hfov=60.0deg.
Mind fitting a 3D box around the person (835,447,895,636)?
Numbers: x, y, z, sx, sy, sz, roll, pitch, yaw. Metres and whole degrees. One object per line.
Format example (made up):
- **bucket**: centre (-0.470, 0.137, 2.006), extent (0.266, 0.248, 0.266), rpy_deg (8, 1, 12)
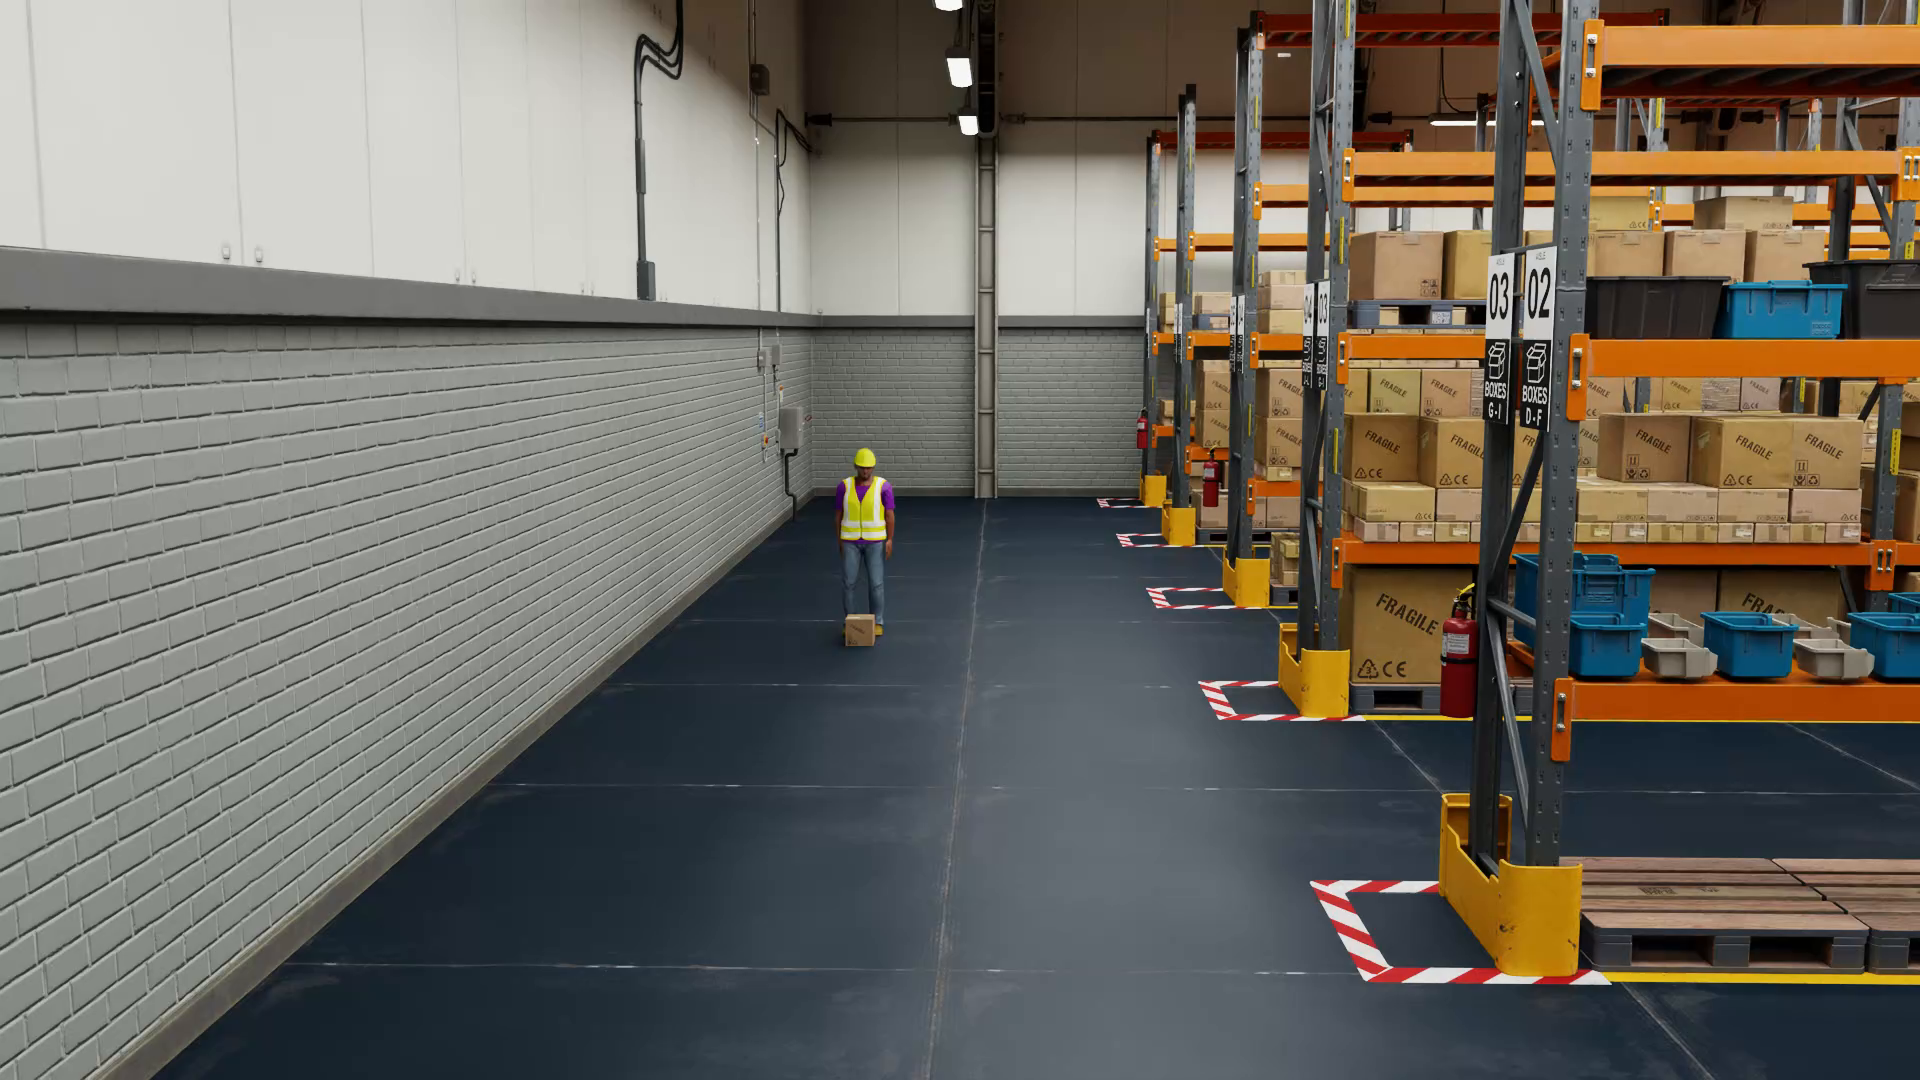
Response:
- **person**: centre (-0.891, 0.013, 15.577), extent (0.566, 1.761, 0.366), rpy_deg (0, 7, 2)
